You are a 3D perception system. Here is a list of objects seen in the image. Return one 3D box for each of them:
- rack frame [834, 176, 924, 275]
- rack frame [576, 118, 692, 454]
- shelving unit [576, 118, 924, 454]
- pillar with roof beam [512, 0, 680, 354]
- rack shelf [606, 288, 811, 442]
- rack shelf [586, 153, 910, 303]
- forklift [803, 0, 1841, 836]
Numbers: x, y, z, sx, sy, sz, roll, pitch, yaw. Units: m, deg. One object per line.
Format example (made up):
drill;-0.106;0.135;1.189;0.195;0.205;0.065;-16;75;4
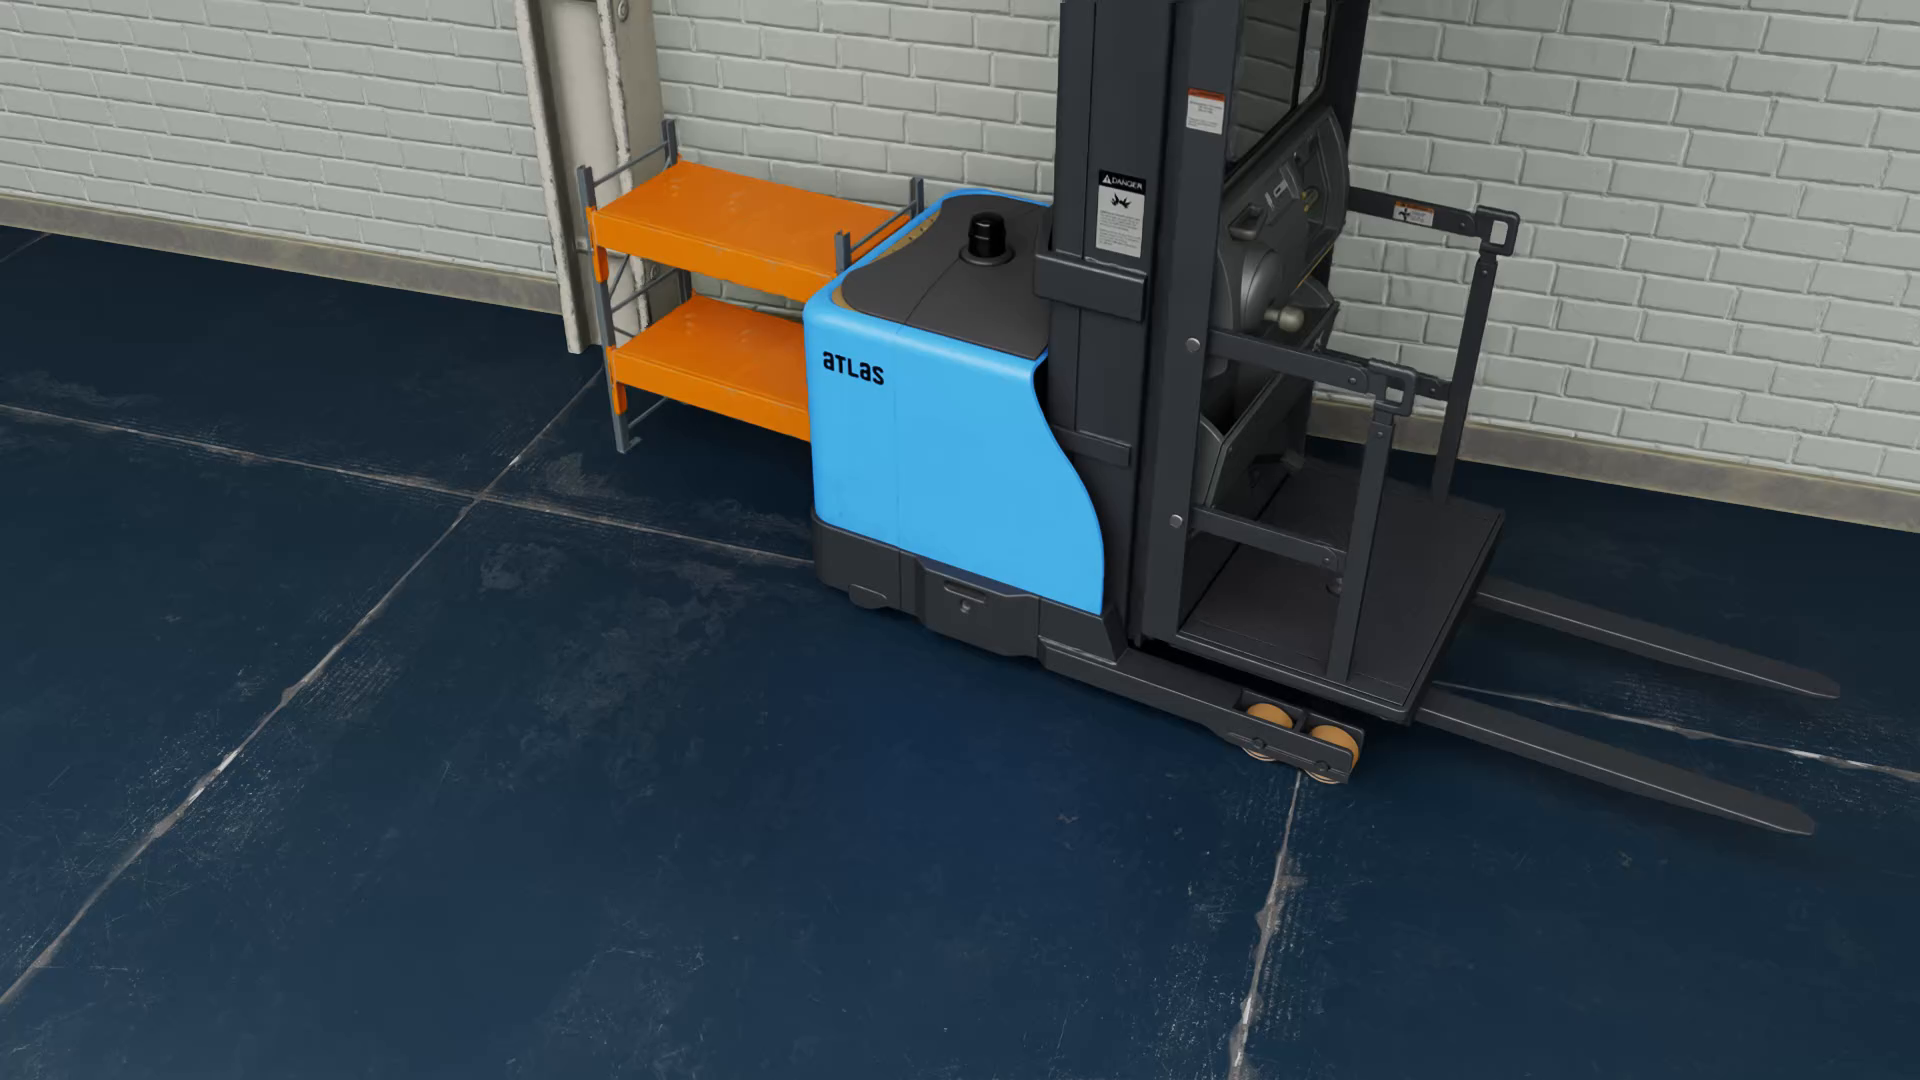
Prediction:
rack frame;-0.254;-0.615;5.636;0.032;1.125;0.500;18;40;23
rack frame;-1.143;-0.907;6.034;0.032;1.125;0.500;18;40;23
shelving unit;-0.698;-0.761;5.835;1.048;1.125;0.538;18;40;23
pillar with roof beam;-2.652;-2.009;0.889;0.400;9.000;9.100;10;38;14
rack shelf;-0.698;-0.564;5.980;1.000;0.278;0.538;18;40;23
rack shelf;-0.698;-0.997;5.661;1.000;0.278;0.538;18;40;23
forklift;1.058;-0.840;4.419;3.031;2.935;1.130;18;40;23
